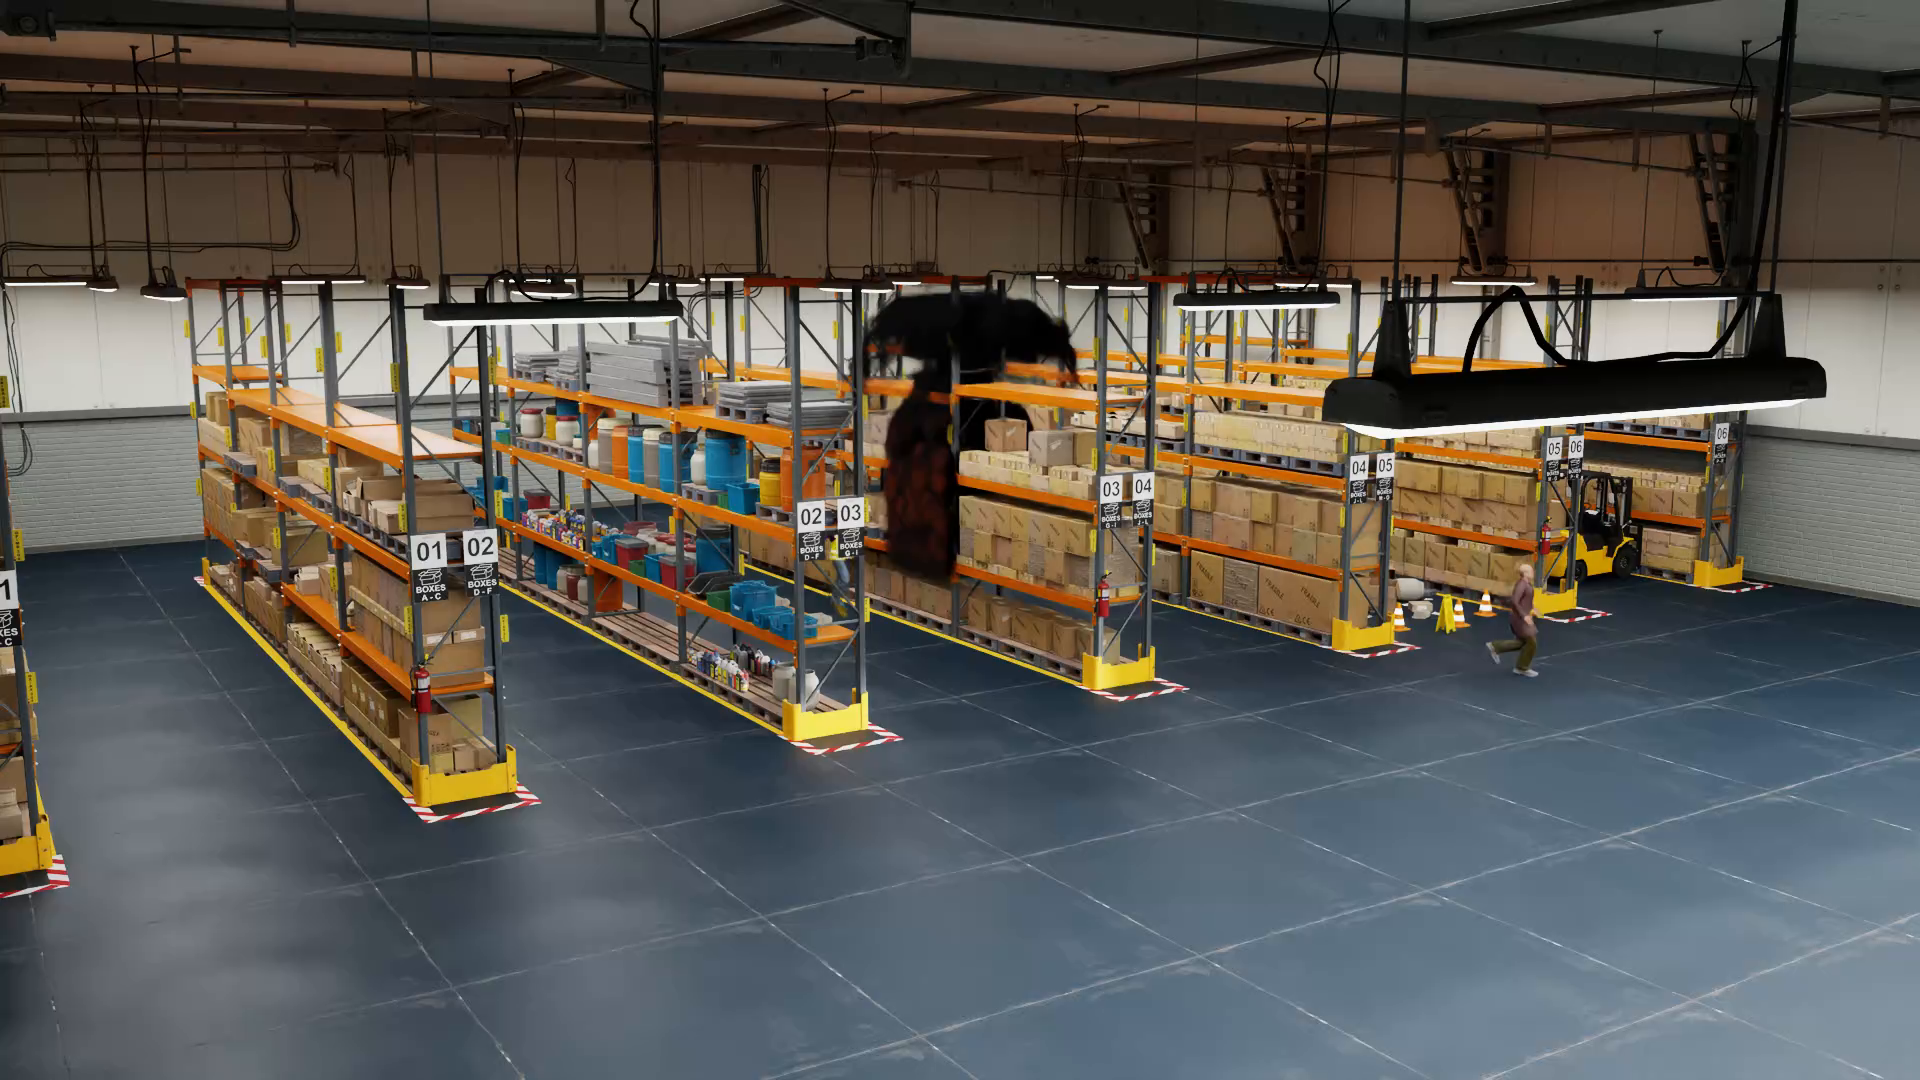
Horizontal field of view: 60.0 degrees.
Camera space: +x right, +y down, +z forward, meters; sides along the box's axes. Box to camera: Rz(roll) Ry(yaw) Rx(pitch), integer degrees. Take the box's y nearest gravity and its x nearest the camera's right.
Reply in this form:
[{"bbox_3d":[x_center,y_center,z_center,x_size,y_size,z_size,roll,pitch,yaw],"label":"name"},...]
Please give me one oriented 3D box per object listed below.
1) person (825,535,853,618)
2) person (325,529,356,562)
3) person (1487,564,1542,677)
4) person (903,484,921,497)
[{"bbox_3d":[-2.028,0.396,28.748,0.714,1.862,0.670,8,13,41],"label":"person"},{"bbox_3d":[-12.411,-0.025,33.329,0.576,1.587,0.519,-7,12,-37],"label":"person"},{"bbox_3d":[8.538,1.223,25.582,0.796,1.737,0.695,3,10,17],"label":"person"},{"bbox_3d":[-1.250,-1.629,42.565,0.769,1.739,0.683,-5,11,-29],"label":"person"}]
